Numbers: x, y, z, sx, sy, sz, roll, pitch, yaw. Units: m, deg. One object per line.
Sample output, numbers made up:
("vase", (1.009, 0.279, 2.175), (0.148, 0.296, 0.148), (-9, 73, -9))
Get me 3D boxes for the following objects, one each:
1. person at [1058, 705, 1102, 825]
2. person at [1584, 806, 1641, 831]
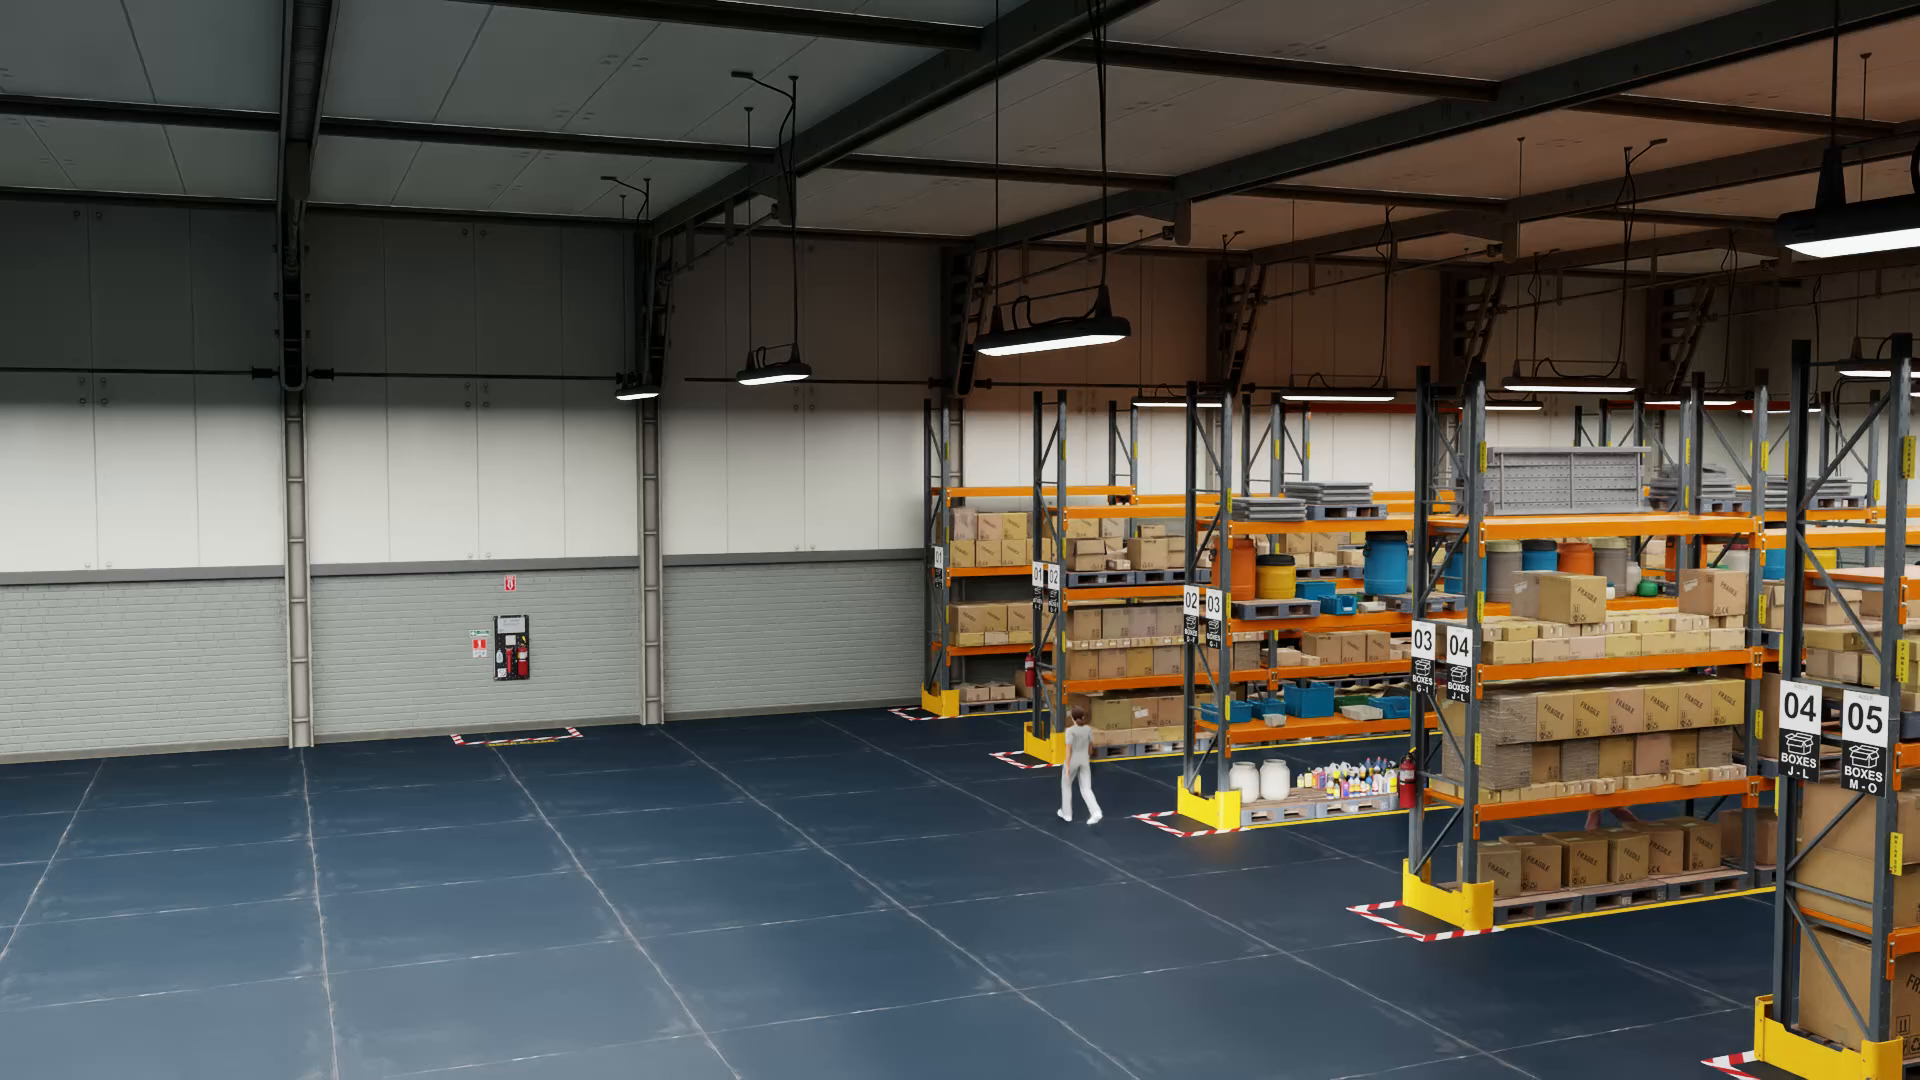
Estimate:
("person", (1.613, 3.034, 22.401), (0.473, 1.611, 1.048), (-1, 4, -17))
("person", (8.324, 3.089, 21.286), (1.023, 1.622, 0.523), (0, 3, -3))
